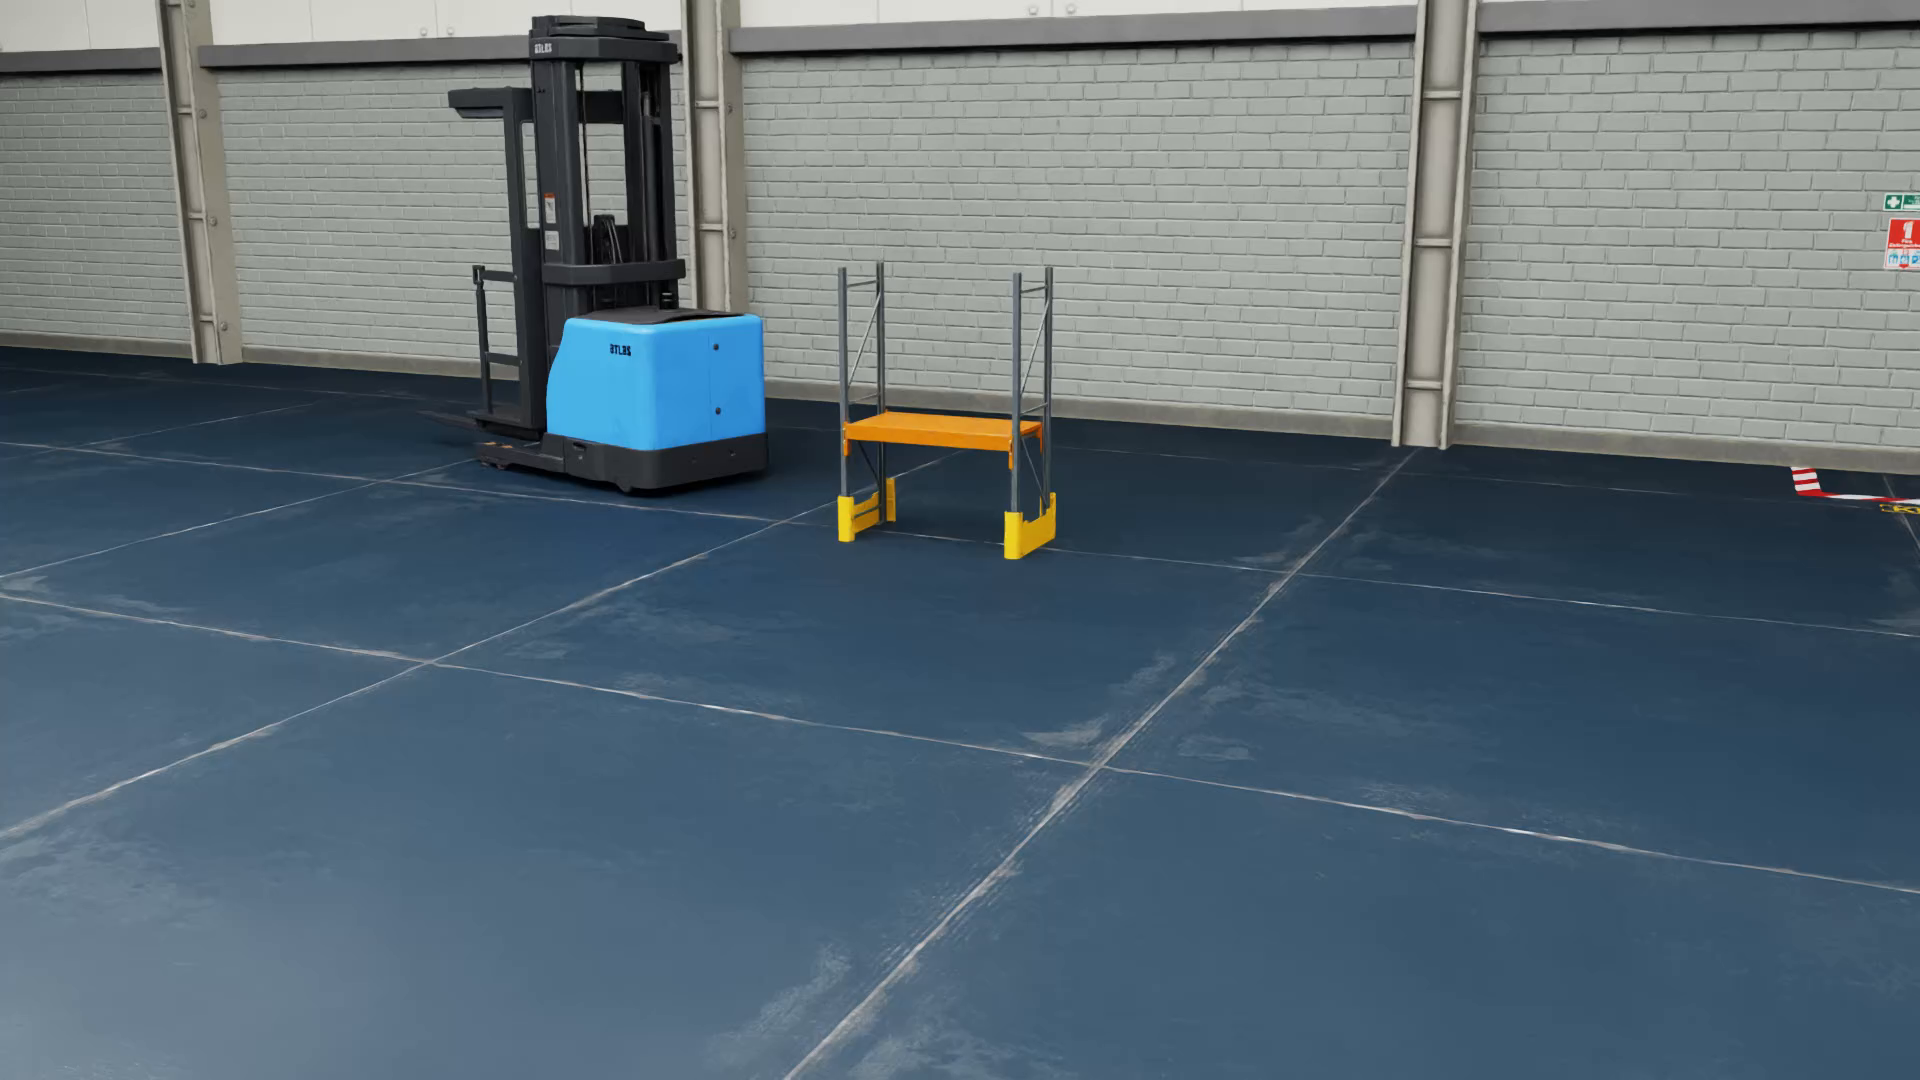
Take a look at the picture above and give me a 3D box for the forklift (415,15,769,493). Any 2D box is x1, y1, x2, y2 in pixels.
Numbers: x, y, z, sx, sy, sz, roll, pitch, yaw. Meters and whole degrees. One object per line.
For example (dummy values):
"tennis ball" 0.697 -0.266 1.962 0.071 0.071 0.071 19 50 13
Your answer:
"forklift" -2.693 -1.983 11.290 3.031 2.935 1.130 12 18 41

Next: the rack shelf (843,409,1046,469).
"rack shelf" -0.078 -0.563 9.158 1.000 0.185 0.538 6 14 23

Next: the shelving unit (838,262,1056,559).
"shelving unit" -0.070 -0.737 9.114 1.083 1.500 0.587 6 14 23

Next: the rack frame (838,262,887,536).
"rack frame" -0.543 -0.785 9.318 0.032 1.500 0.500 6 14 23

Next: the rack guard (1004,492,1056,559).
"rack guard" 0.386 -0.083 9.060 0.087 0.250 0.587 6 14 23

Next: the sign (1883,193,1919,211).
"sign" 6.183 -2.191 10.788 0.331 0.109 0.001 6 14 23

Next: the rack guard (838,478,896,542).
"rack guard" -0.525 -0.175 9.453 0.087 0.250 0.587 6 14 23

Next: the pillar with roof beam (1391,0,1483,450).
"pillar with roof beam" 1.660 -4.185 7.392 0.400 9.000 9.100 6 14 23

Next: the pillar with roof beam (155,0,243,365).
"pillar with roof beam" -9.311 -5.296 12.124 0.400 9.000 9.100 6 14 23

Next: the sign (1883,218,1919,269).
"sign" 6.182 -1.935 10.858 0.234 0.329 0.001 6 14 23

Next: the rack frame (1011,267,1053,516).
"rack frame" 0.387 -0.691 8.917 0.032 1.500 0.500 6 14 23

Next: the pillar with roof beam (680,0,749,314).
"pillar with roof beam" -3.826 -4.740 9.758 0.400 9.000 9.100 6 14 23
